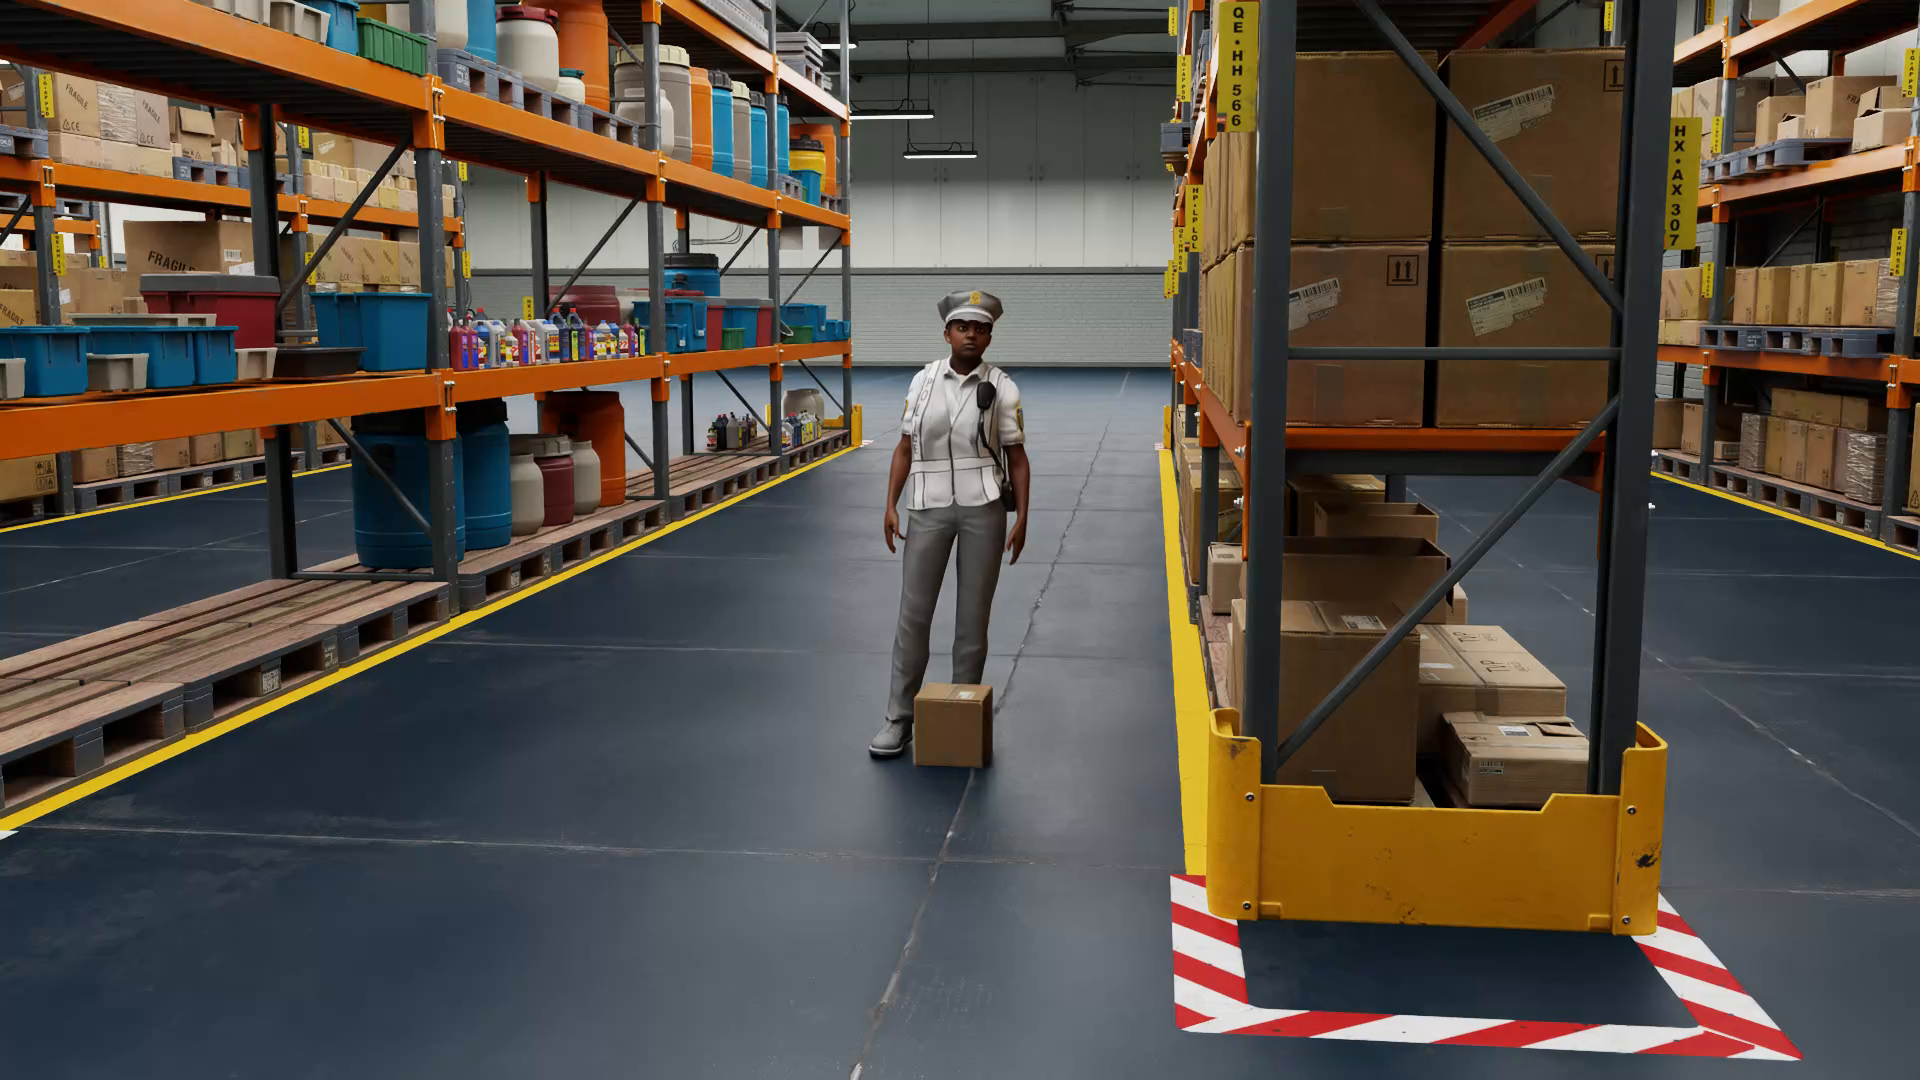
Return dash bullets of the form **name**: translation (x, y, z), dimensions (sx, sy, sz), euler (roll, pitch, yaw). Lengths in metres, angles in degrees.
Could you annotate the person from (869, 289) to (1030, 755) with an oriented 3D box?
- **person**: translation (-0.031, -0.077, 6.175), dimensions (0.569, 1.695, 0.530), euler (1, 8, 6)
